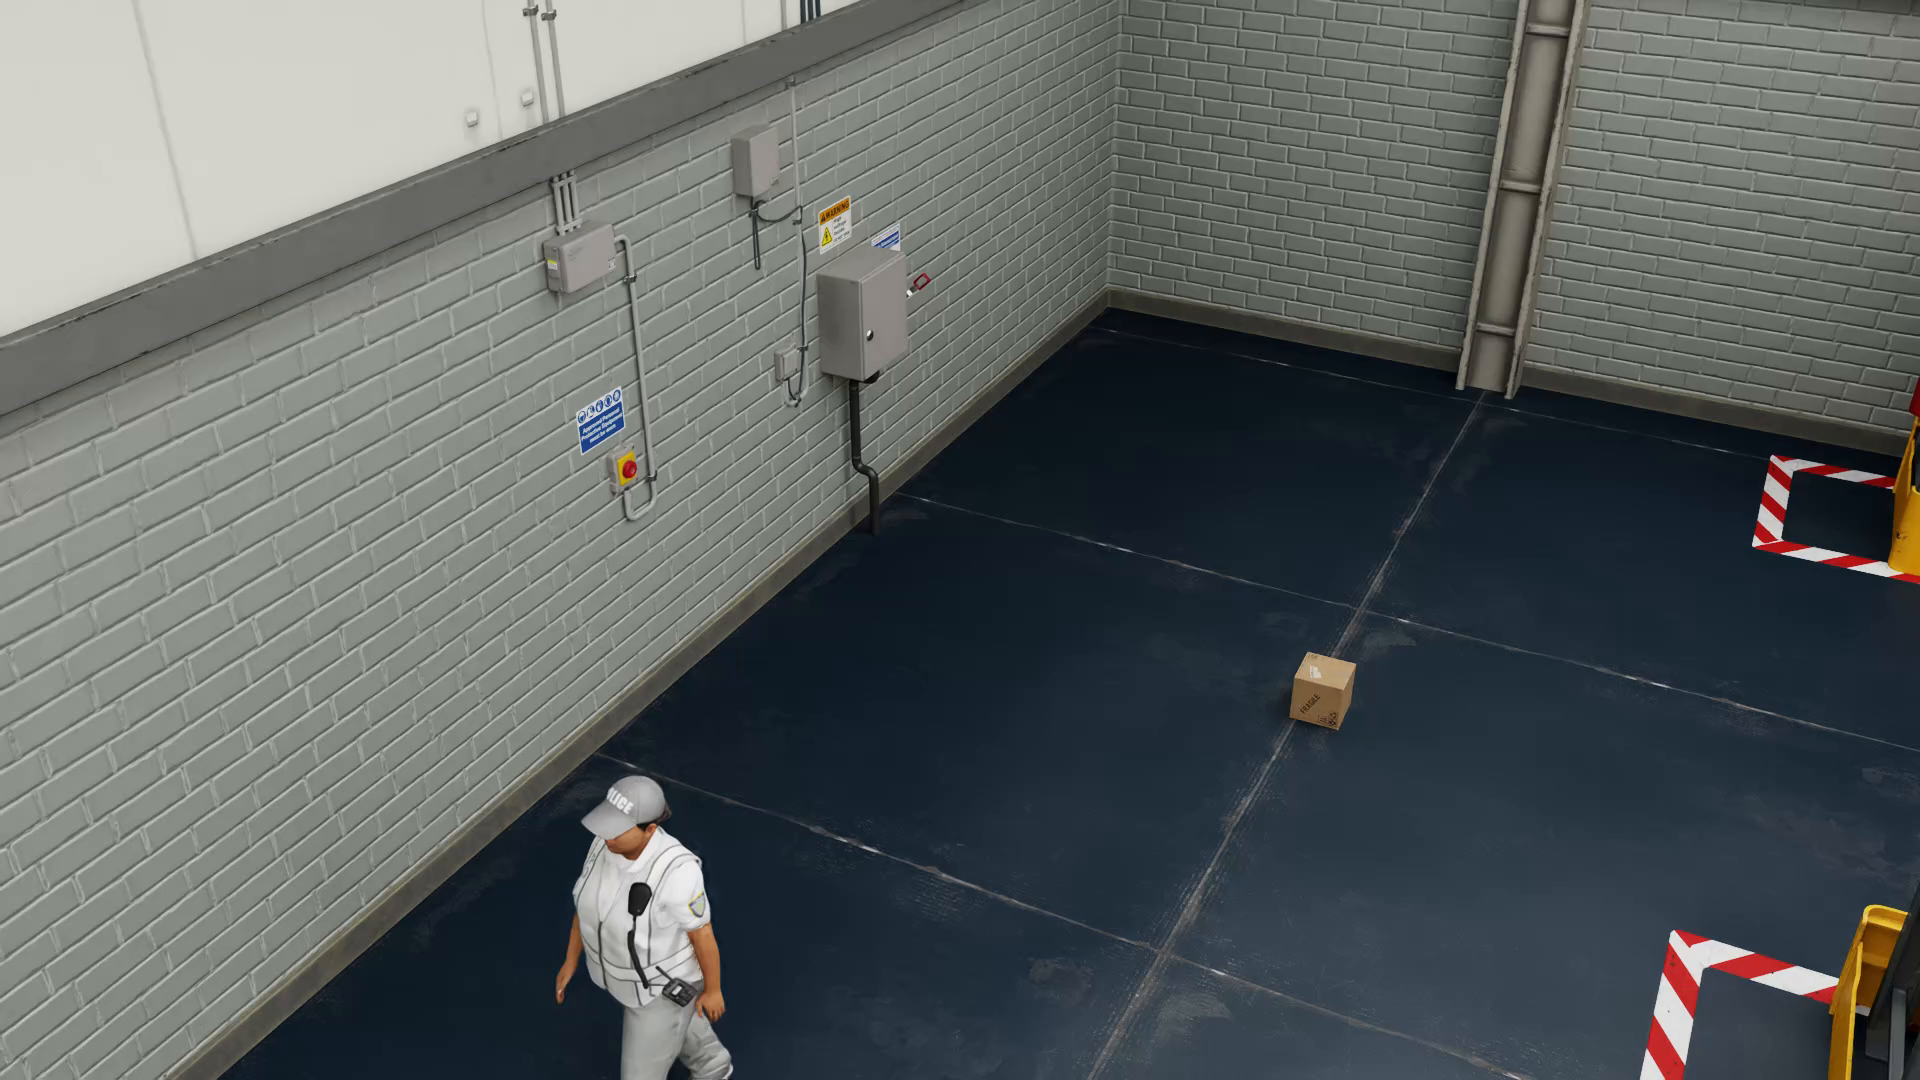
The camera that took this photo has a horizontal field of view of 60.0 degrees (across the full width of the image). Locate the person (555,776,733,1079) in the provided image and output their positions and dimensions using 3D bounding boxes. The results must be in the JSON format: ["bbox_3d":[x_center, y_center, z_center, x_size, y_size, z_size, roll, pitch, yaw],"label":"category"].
[{"bbox_3d":[-1.136,1.518,5.671,0.512,1.649,0.865,24,38,35],"label":"person"}]
